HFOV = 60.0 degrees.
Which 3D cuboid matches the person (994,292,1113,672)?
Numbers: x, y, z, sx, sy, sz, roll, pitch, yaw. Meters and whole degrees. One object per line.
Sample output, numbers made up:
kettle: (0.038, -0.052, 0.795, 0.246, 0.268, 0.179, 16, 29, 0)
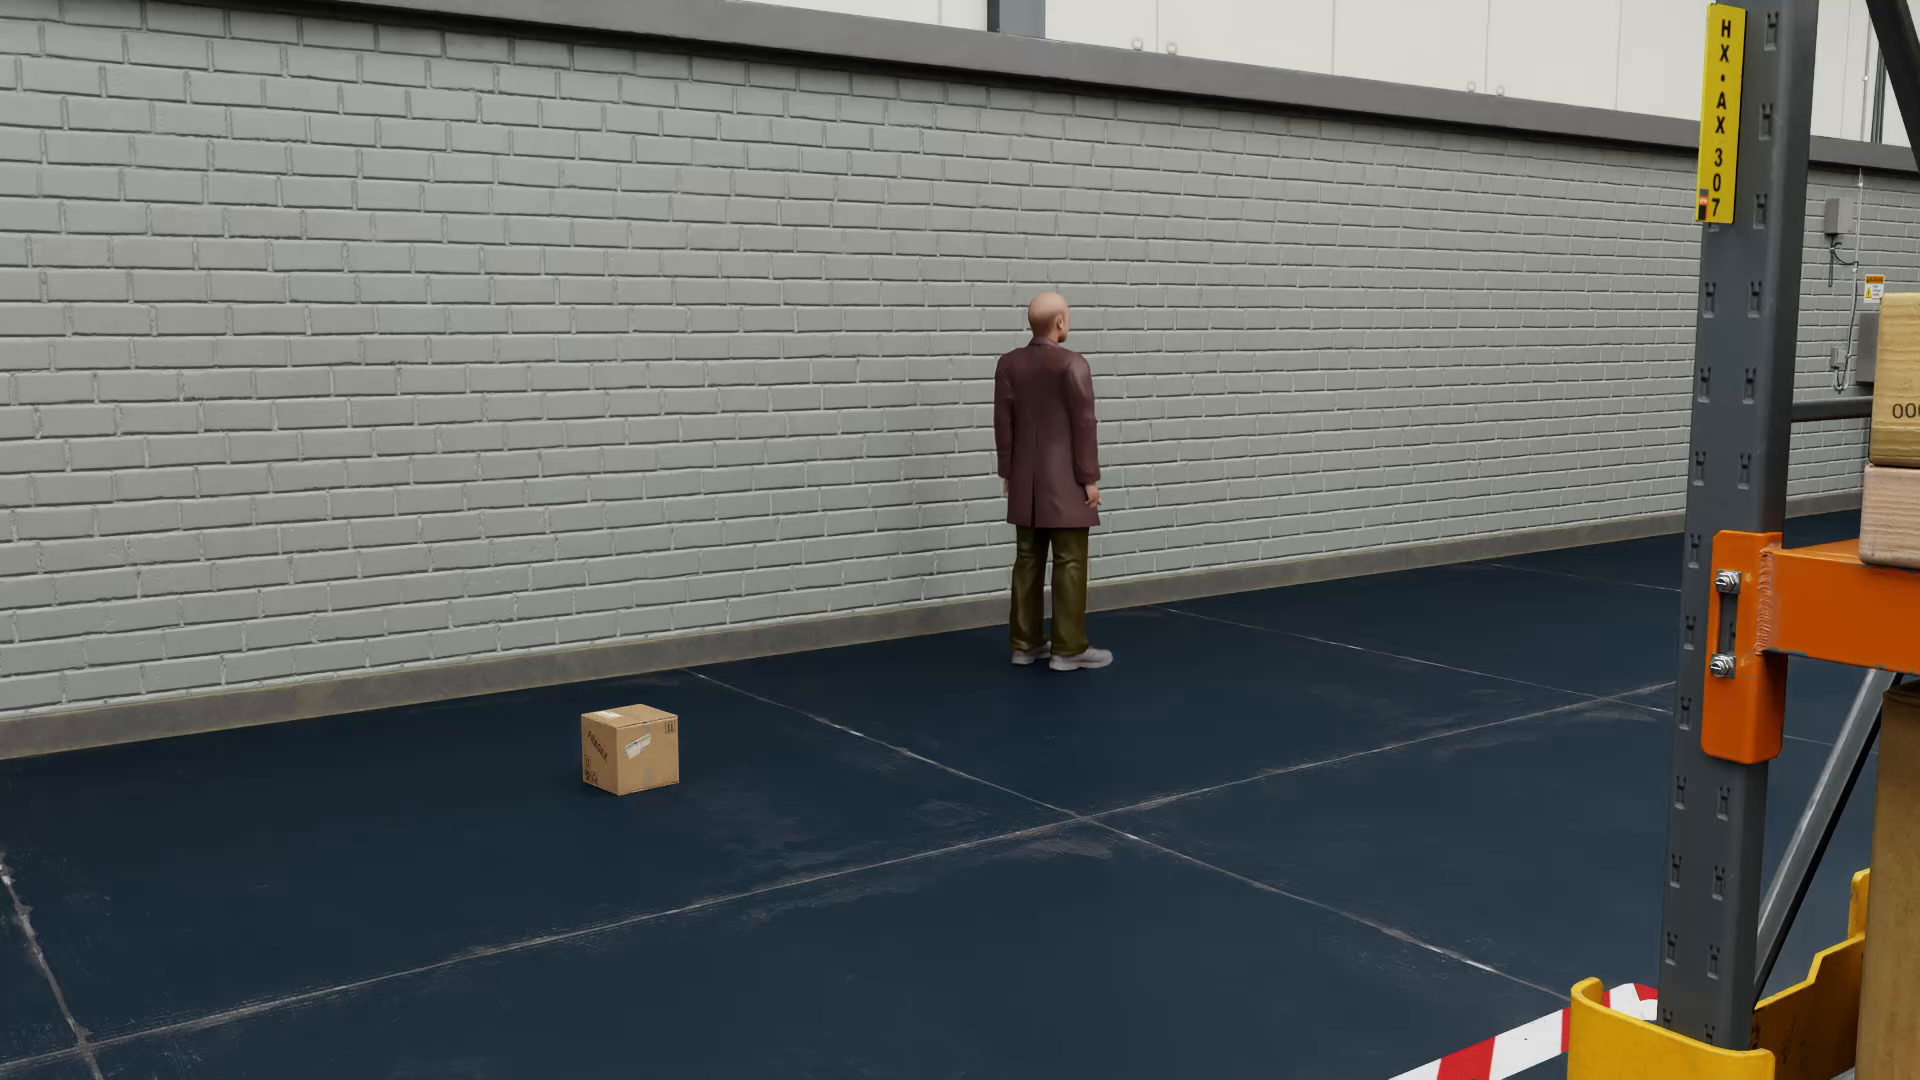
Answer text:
person: (0.453, -0.285, 7.955, 0.563, 1.783, 0.376, 6, 10, 38)
